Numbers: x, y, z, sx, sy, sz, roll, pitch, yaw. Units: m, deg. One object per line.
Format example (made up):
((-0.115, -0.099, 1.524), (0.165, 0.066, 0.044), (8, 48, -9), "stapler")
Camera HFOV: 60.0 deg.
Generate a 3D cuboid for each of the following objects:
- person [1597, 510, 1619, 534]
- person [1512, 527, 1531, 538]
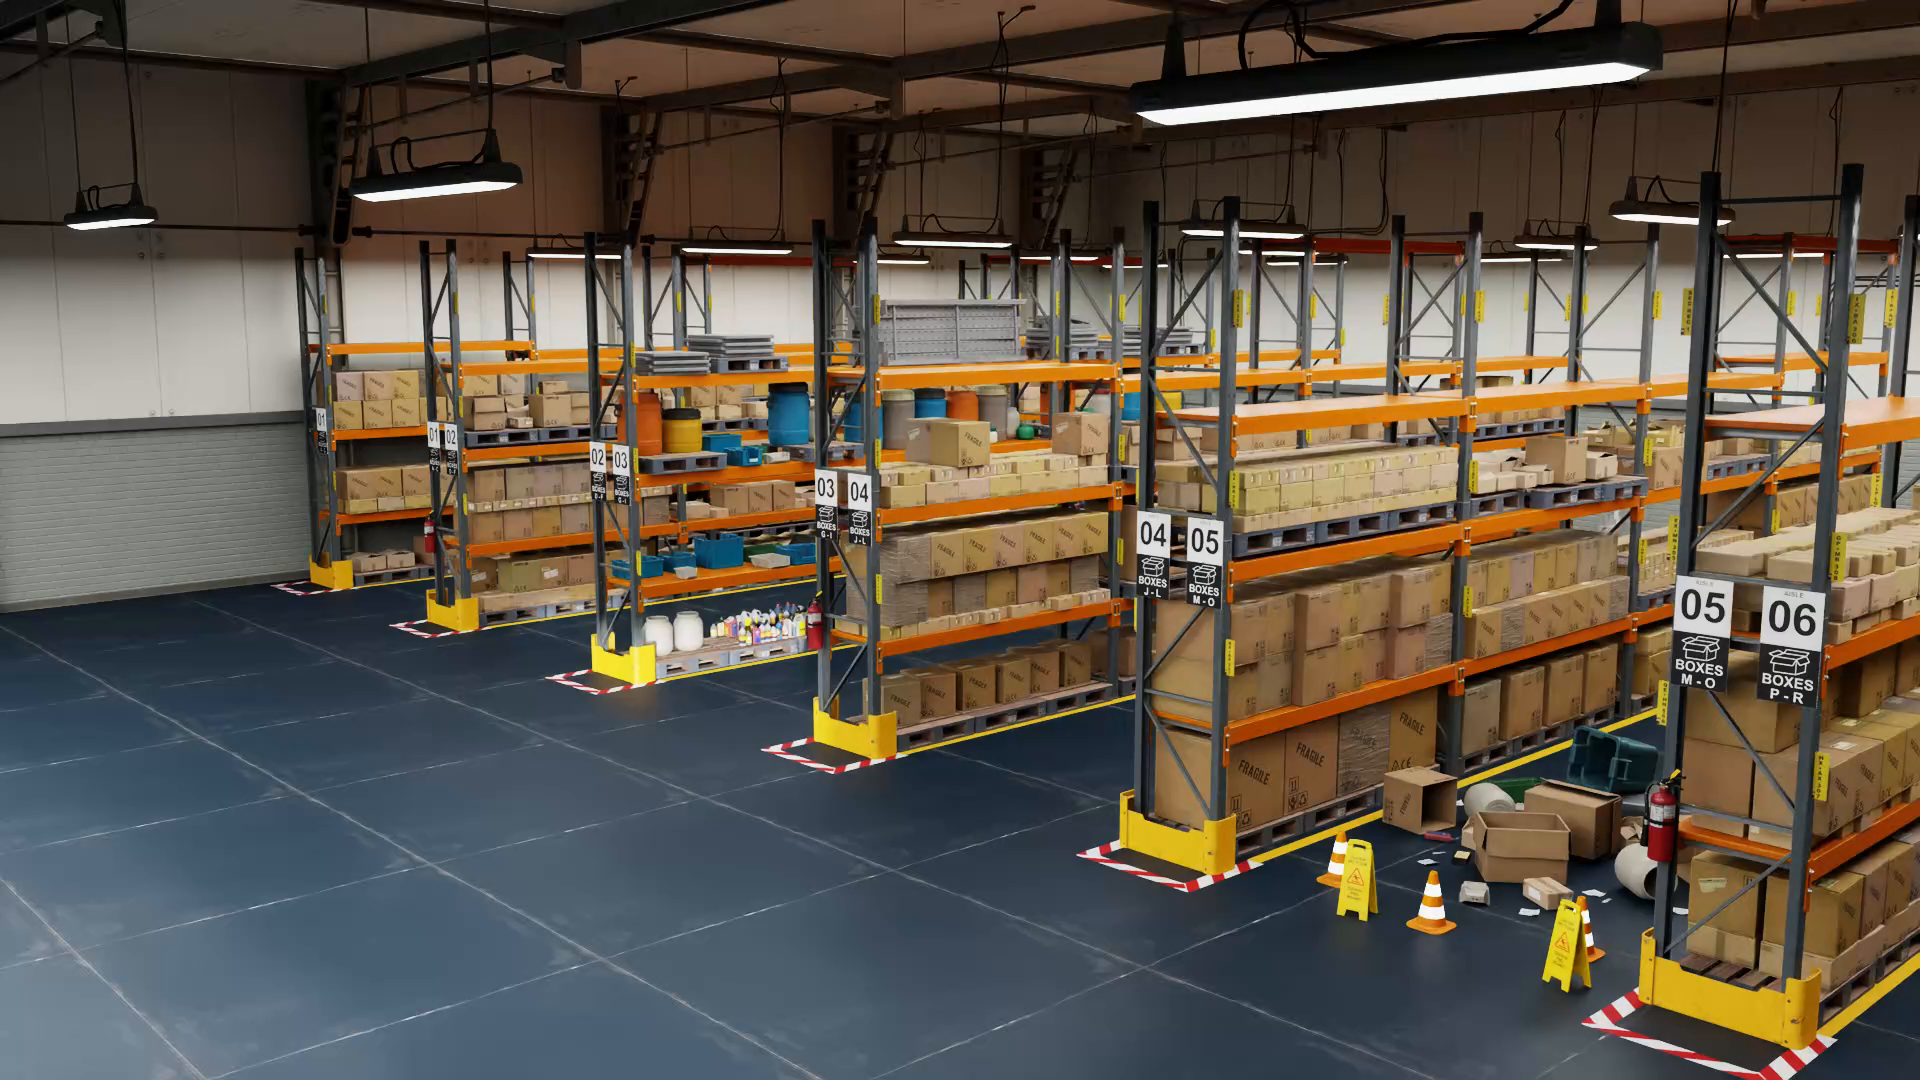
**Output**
((12.146, -0.207, 31.220), (0.423, 1.615, 0.434), (0, 8, -1), "person")
((8.824, 0.539, 26.092), (0.928, 1.637, 0.540), (-6, 11, -37), "person")
